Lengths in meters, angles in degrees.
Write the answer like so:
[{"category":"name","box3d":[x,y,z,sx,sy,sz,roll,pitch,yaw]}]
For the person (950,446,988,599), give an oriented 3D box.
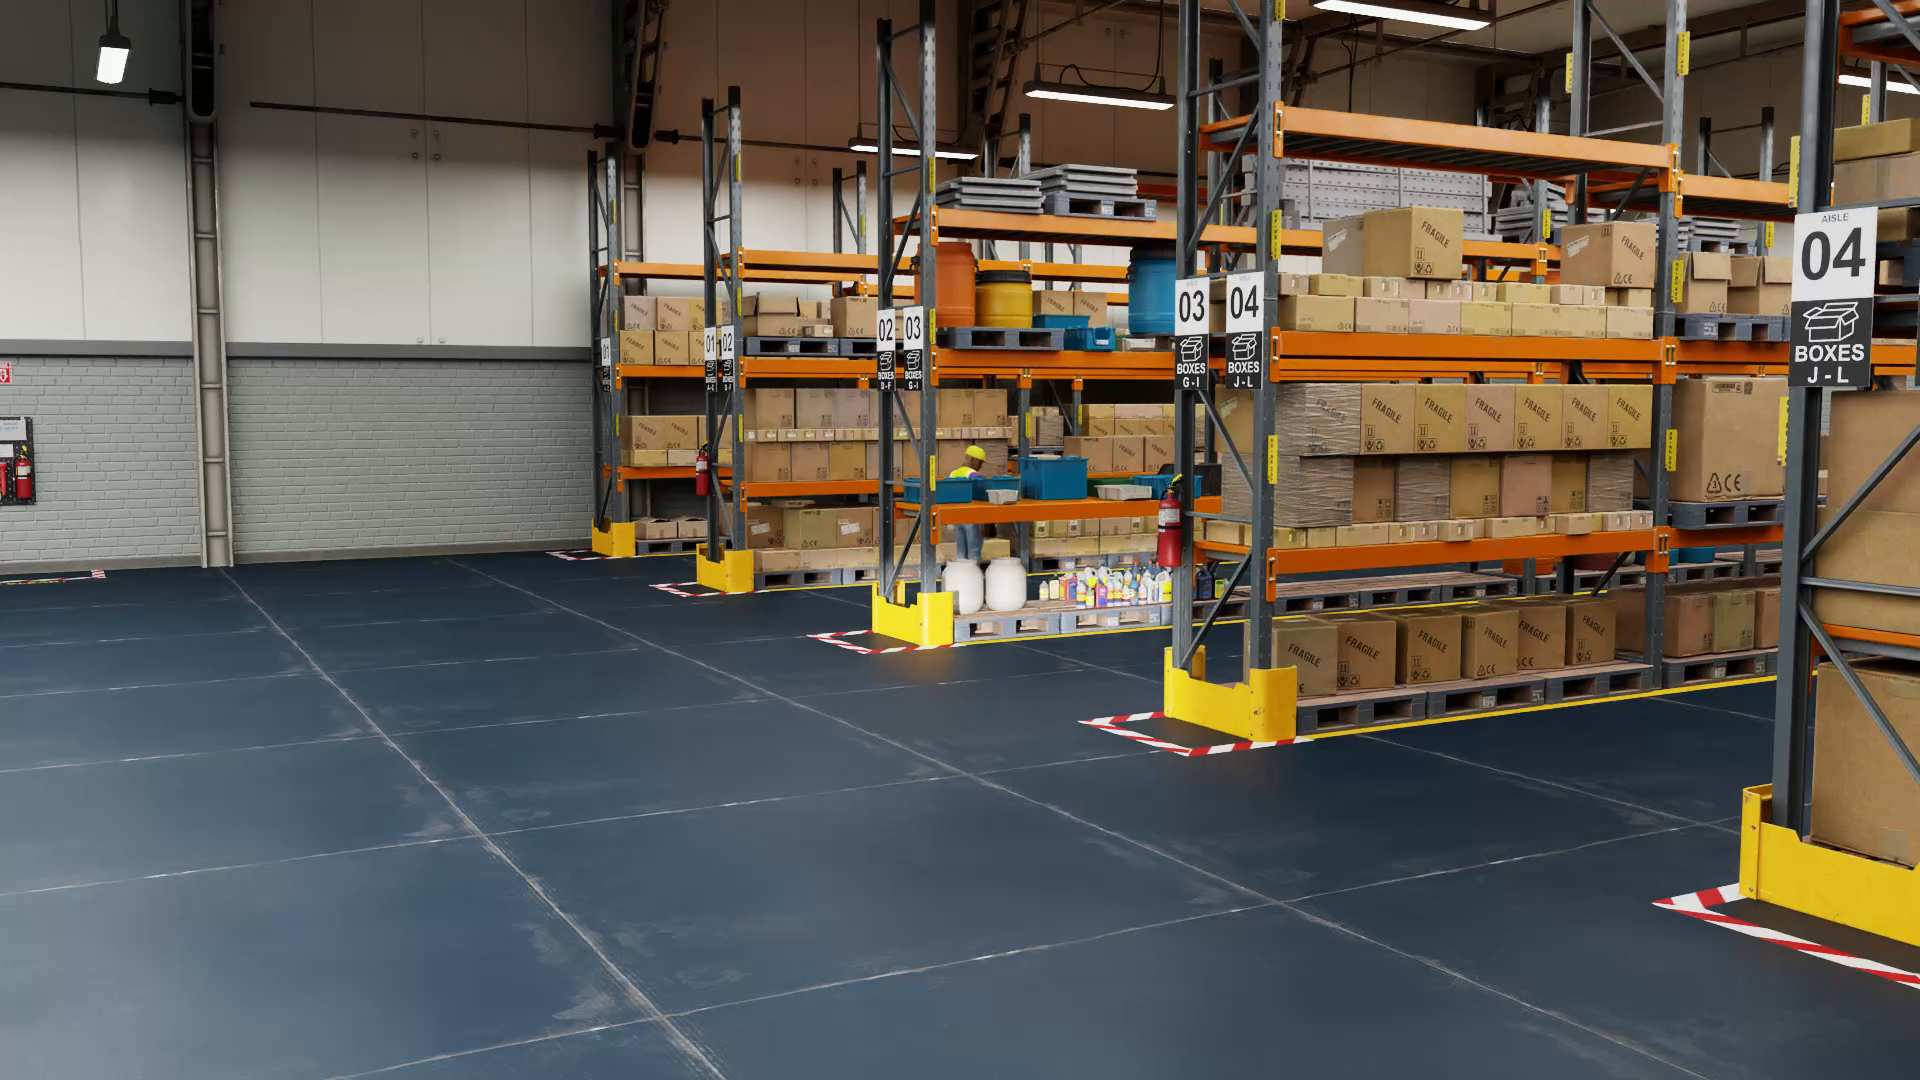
[{"category":"person","box3d":[0.105,-0.207,19.341,0.372,1.777,0.654,-4,6,-38]}]
